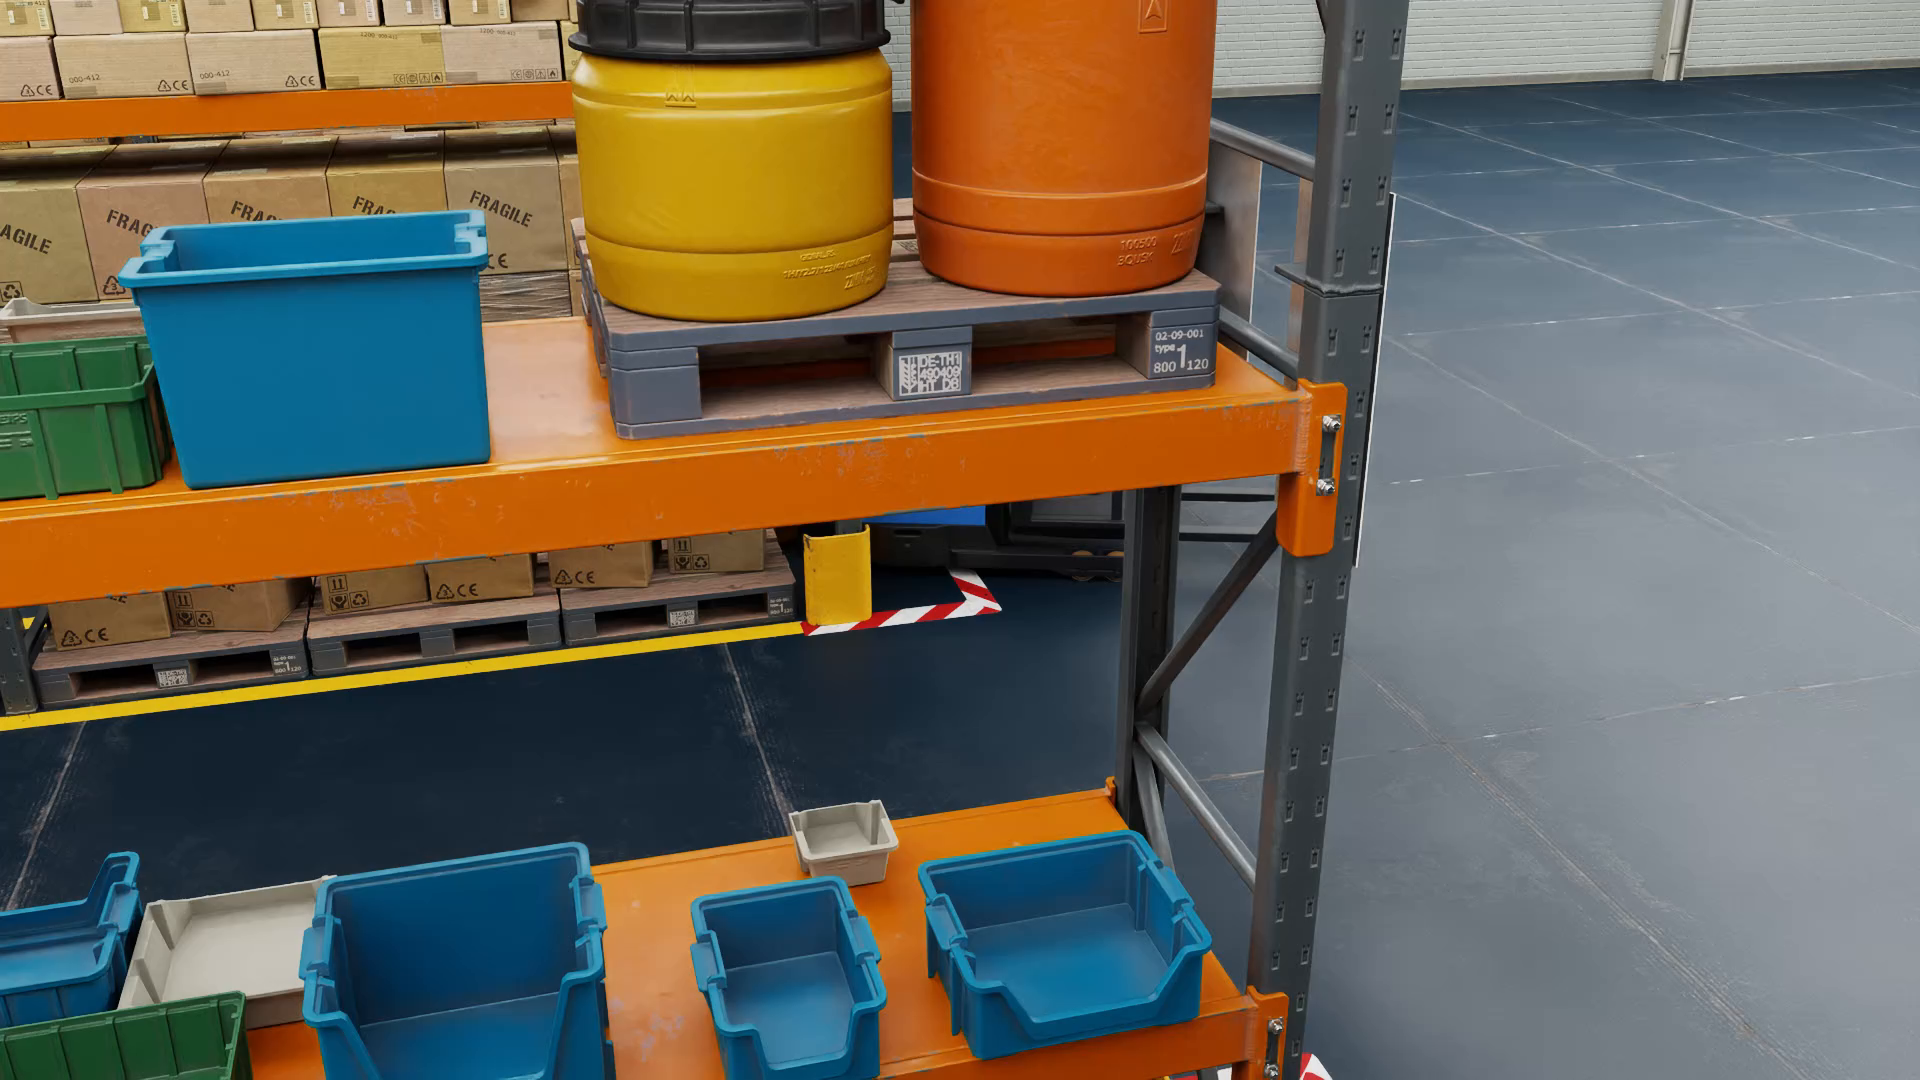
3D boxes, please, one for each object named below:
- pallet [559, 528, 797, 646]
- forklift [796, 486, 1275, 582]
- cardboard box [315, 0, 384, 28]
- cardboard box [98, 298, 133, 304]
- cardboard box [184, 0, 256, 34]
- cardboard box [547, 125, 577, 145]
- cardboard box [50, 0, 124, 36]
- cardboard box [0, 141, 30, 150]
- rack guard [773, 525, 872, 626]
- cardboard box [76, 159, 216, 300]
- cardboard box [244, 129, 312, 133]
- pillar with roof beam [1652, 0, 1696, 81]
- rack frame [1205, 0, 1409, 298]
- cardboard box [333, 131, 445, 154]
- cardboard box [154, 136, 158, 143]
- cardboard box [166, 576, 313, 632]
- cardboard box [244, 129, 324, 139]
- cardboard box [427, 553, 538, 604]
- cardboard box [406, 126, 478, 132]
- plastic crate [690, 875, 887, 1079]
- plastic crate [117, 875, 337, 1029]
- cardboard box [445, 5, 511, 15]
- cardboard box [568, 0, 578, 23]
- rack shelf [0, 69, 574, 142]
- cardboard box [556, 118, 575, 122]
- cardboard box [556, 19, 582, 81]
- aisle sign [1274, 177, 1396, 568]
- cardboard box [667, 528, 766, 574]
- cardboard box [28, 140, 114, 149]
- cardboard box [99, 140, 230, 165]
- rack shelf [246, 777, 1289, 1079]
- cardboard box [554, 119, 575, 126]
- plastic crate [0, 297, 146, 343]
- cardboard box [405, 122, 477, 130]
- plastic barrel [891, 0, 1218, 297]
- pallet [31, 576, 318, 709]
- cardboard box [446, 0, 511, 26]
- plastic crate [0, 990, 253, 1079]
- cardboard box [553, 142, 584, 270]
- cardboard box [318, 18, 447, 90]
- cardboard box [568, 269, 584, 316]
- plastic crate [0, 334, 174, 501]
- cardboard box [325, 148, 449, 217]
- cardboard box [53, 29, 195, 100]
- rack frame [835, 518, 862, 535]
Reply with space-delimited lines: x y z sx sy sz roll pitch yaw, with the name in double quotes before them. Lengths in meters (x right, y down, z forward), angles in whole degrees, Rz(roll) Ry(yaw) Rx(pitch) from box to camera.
"pallet" -1.568 0.193 9.032 1.213 0.211 1.003 -6 24 -14
"forklift" 0.623 -1.331 9.136 3.031 2.935 1.130 1 23 3
"cardboard box" -2.674 -2.347 7.297 0.250 0.149 0.380 -6 24 -13
"cardboard box" -3.613 -0.990 7.750 0.500 0.500 0.875 -6 24 -14
"cardboard box" -3.149 -2.266 7.108 0.250 0.149 0.380 -7 24 -15
"cardboard box" -1.789 -1.806 8.382 0.500 0.500 0.500 -6 24 -14
"cardboard box" -3.652 -2.229 7.021 0.250 0.149 0.380 -6 24 -14
"cardboard box" -6.768 -3.032 11.617 0.500 0.500 0.700 -7 24 -15
"rack guard" -0.776 -0.012 9.145 0.348 0.500 1.175 -6 24 -14
"cardboard box" -3.571 -1.391 7.415 0.500 0.500 0.500 -6 24 -14
"cardboard box" -4.934 -3.331 12.150 0.550 0.550 0.875 -6 24 -14
"pillar with roof beam" 12.856 -10.124 21.931 0.400 9.000 9.100 -6 24 -14
"rack frame" 0.635 -2.046 3.106 0.127 3.000 1.000 -6 24 -14
"cardboard box" -2.750 -1.696 8.127 0.500 0.500 0.500 -6 24 -14
"cardboard box" -9.824 -5.352 20.898 0.625 0.625 0.875 -7 24 -15
"cardboard box" -3.609 0.121 8.301 0.500 0.500 0.500 1 23 3
"cardboard box" -4.921 -2.817 12.321 0.550 0.550 0.875 -6 24 -14
"cardboard box" -2.483 -0.017 8.624 0.500 0.500 0.500 -4 24 -9
"cardboard box" -3.886 -2.924 12.571 0.500 0.550 0.875 -6 24 -14
"plastic crate" -0.393 1.013 3.773 0.408 0.251 0.499 -6 24 -14
"plastic crate" -1.721 0.989 3.975 0.437 0.136 0.530 -6 24 -14
"cardboard box" -2.209 -2.417 7.965 0.500 0.250 0.500 -6 24 -15
"cardboard box" -1.637 -2.424 7.476 0.250 0.149 0.380 -6 24 -14
"rack shelf" -2.628 -2.004 7.725 4.000 0.370 1.077 -6 24 -14
"cardboard box" -2.818 -3.510 12.566 0.550 0.550 0.875 -6 24 -14
"cardboard box" -1.578 -2.277 7.638 0.500 0.250 0.500 -6 24 -14
"aisle sign" 0.785 -0.378 3.531 0.004 0.787 0.394 -6 24 -14
"cardboard box" -1.309 -0.153 8.941 0.500 0.500 0.500 -2 23 -5
"cardboard box" -6.227 -2.526 11.706 0.500 0.500 0.500 -6 24 -15
"cardboard box" -3.714 -1.592 7.883 0.500 0.500 0.500 -6 24 -14
"rack shelf" -1.291 1.255 3.934 4.000 0.370 1.077 -6 24 -14
"cardboard box" -2.814 -3.008 12.767 0.550 0.550 0.875 -6 24 -14
"plastic crate" -1.780 -0.445 3.512 0.396 0.136 0.243 -6 24 -14
"cardboard box" -3.869 -3.396 12.301 0.500 0.550 0.875 -6 24 -14
"plastic barrel" 0.201 -0.958 3.297 0.708 0.830 0.600 -6 24 -14
"pallet" -3.917 0.453 8.426 1.213 0.211 1.003 -6 24 -14
"cardboard box" -2.141 -2.378 7.369 0.250 0.149 0.380 -8 24 -17
"plastic crate" -1.833 1.197 3.425 0.662 0.188 0.450 -6 24 -14
"cardboard box" -1.645 -1.604 7.911 0.500 0.500 0.500 -6 24 -14
"cardboard box" -2.557 -2.170 7.389 0.500 0.250 0.500 -7 24 -15
"cardboard box" -1.689 -1.205 8.250 0.500 0.500 0.875 -6 24 -14
"plastic crate" -1.624 -0.209 2.897 0.450 0.188 0.336 -6 24 -14
"cardboard box" -2.611 -1.501 7.672 0.500 0.500 0.500 -6 24 -14
"cardboard box" -3.544 -2.062 7.137 0.500 0.250 0.500 -7 24 -15
"rack frame" -0.703 -1.169 8.671 0.127 3.000 1.000 -6 24 -14
